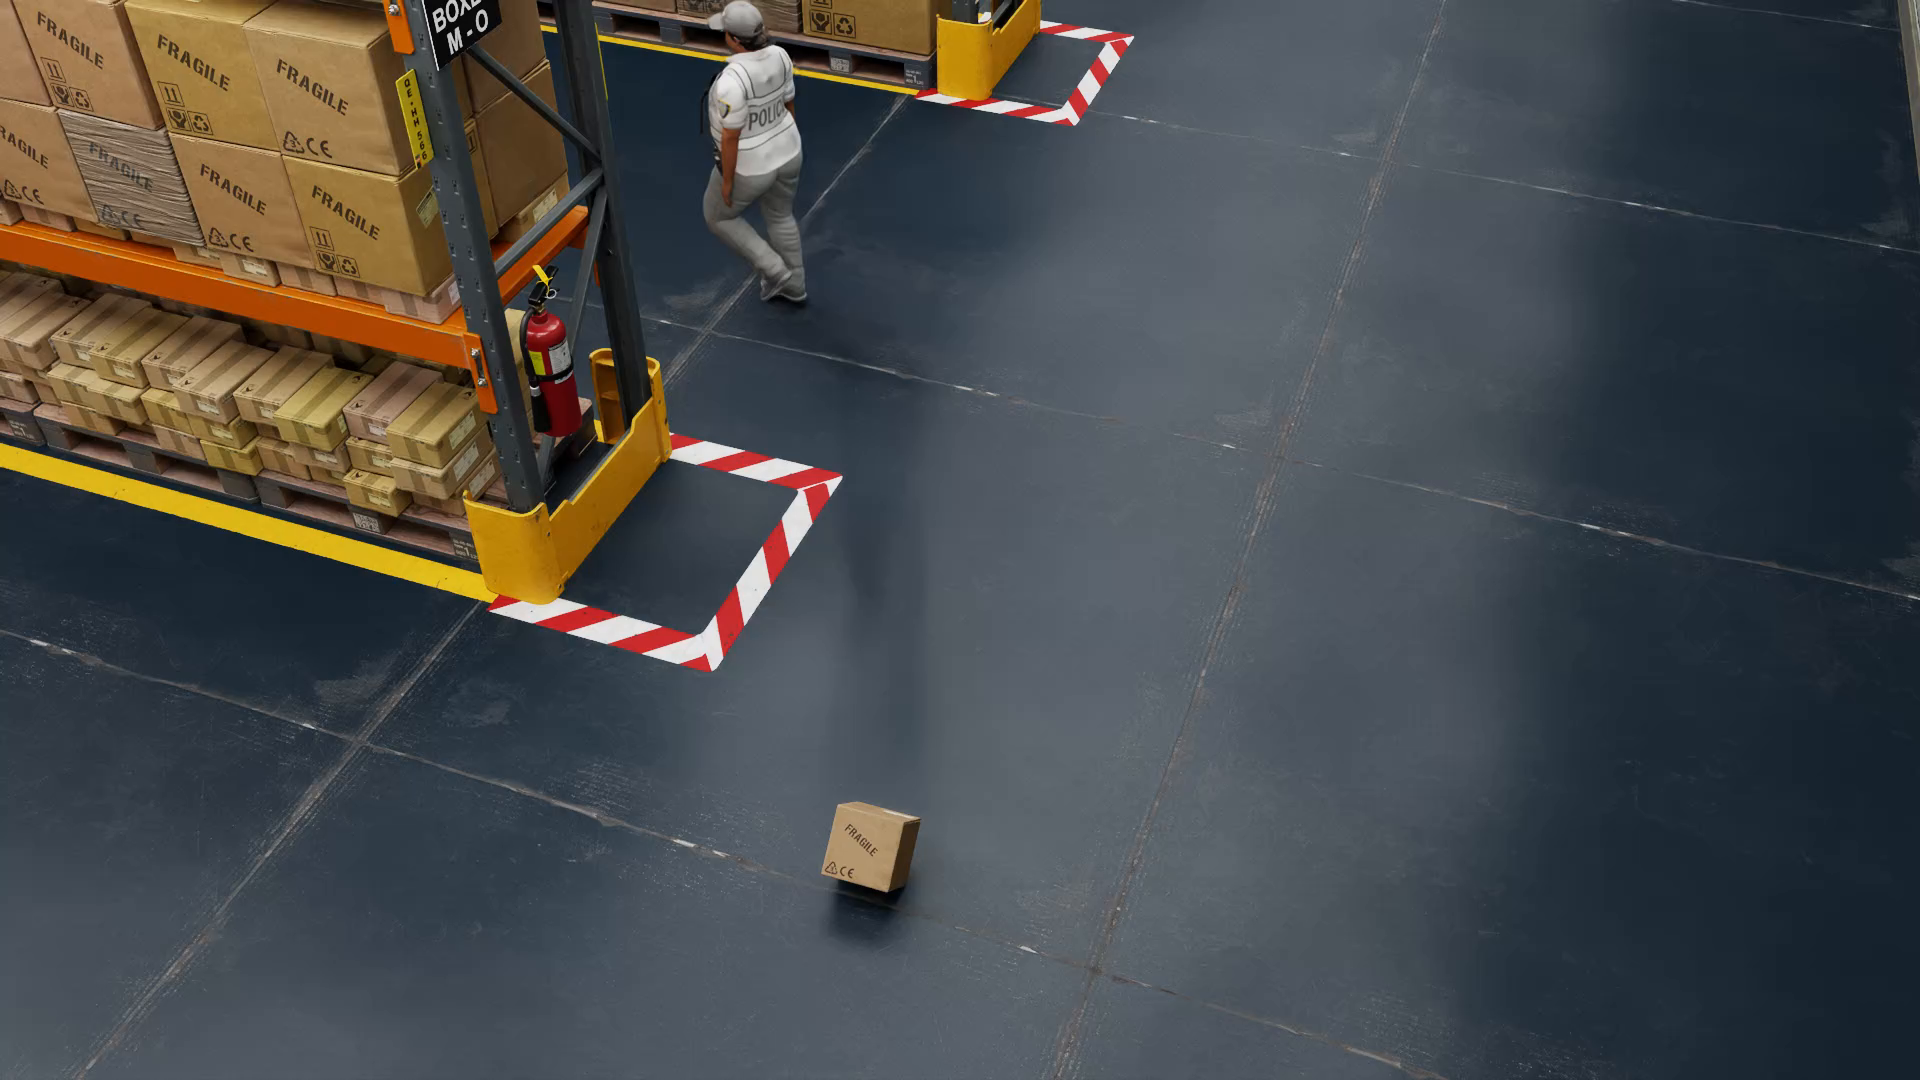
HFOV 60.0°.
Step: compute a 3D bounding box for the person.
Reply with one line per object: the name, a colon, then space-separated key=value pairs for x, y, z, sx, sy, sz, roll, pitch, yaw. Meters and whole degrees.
person: x=-1.026 y=-1.891 z=8.240 sx=0.466 sy=1.652 sz=0.519 roll=28 pitch=49 yaw=28
